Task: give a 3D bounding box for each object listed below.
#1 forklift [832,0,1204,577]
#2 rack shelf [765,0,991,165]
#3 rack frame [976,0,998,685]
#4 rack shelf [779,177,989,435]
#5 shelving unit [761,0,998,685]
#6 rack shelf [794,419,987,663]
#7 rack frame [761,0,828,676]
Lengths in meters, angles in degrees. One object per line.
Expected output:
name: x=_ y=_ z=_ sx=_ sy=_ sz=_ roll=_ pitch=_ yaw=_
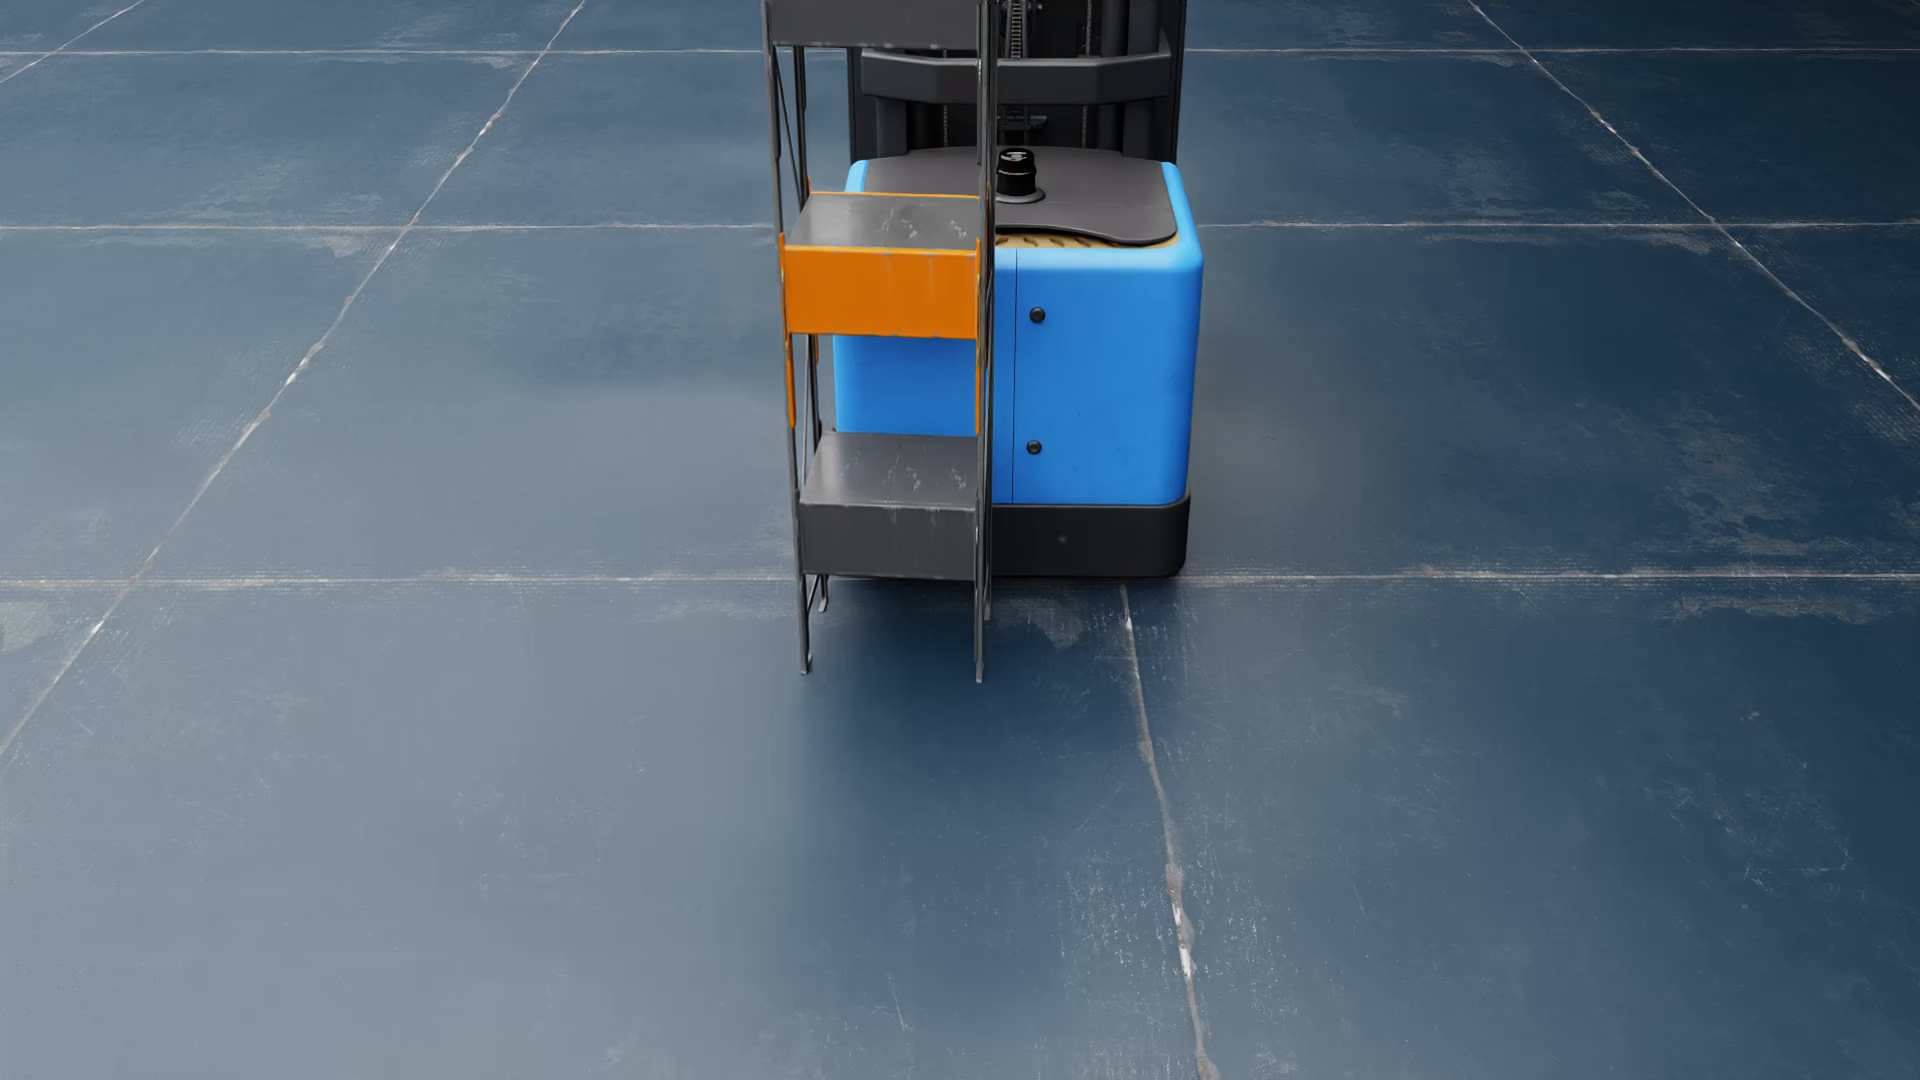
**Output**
forklift: x=0.181 y=-1.870 z=5.507 sx=1.130 sy=2.935 sz=3.031 roll=1 pitch=31 yaw=1
rack shelf: x=-0.174 y=-1.199 z=3.879 sx=0.480 sy=0.518 sz=0.431 roll=2 pitch=31 yaw=4
rack frame: x=0.069 y=-0.602 z=4.218 sx=0.015 sy=2.100 sz=0.400 roll=2 pitch=31 yaw=4
rack shelf: x=-0.174 y=-0.601 z=4.242 sx=0.480 sy=0.518 sz=0.431 roll=2 pitch=31 yaw=4
shelving unit: x=-0.174 y=-0.613 z=4.235 sx=0.503 sy=2.100 sz=0.431 roll=2 pitch=31 yaw=4
rack shelf: x=-0.174 y=-0.002 z=4.606 sx=0.480 sy=0.518 sz=0.431 roll=2 pitch=31 yaw=4
rack frame: x=-0.418 y=-0.623 z=4.252 sx=0.015 sy=2.100 sz=0.400 roll=2 pitch=31 yaw=4
